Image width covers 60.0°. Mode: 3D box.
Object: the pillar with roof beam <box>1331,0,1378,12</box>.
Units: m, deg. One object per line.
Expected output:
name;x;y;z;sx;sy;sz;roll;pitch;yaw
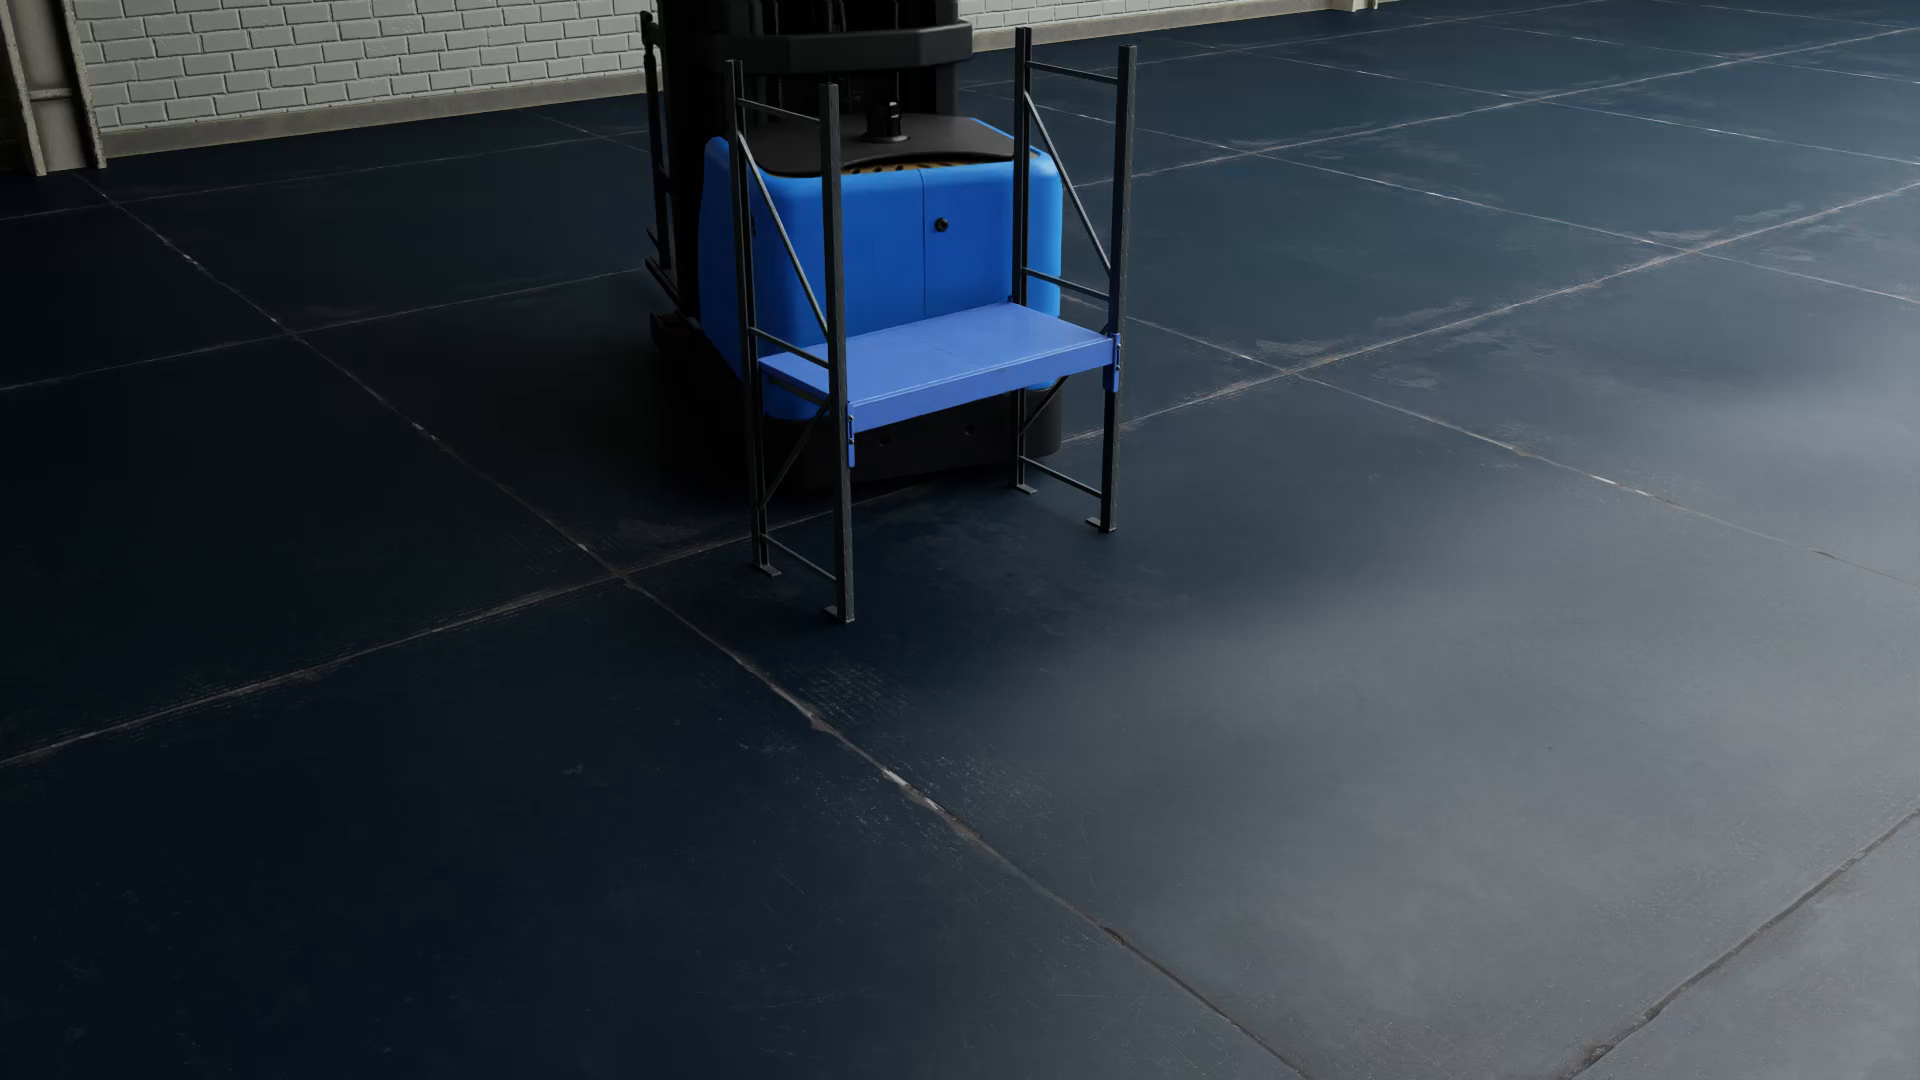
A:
pillar with roof beam;6.643;-8.048;11.901;0.400;9.000;9.100;-18;31;-34

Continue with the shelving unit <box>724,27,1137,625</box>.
shelving unit;-0.067;-0.658;4.887;1.048;1.500;0.538;-18;31;-34

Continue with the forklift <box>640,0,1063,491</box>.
forklift;-0.645;-2.084;6.259;1.130;2.935;3.031;-9;26;-19

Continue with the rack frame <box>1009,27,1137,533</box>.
rack frame;0.333;-0.790;5.171;0.032;1.500;0.500;-18;31;-34

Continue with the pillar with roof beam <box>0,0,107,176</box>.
pillar with roof beam;-2.800;-4.930;5.184;0.400;9.000;9.100;-18;31;-34

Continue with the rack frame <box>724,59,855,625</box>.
rack frame;-0.467;-0.526;4.602;0.032;1.500;0.500;-18;31;-34

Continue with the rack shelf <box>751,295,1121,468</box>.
rack shelf;-0.067;-0.495;4.962;1.000;0.185;0.538;-18;31;-34
